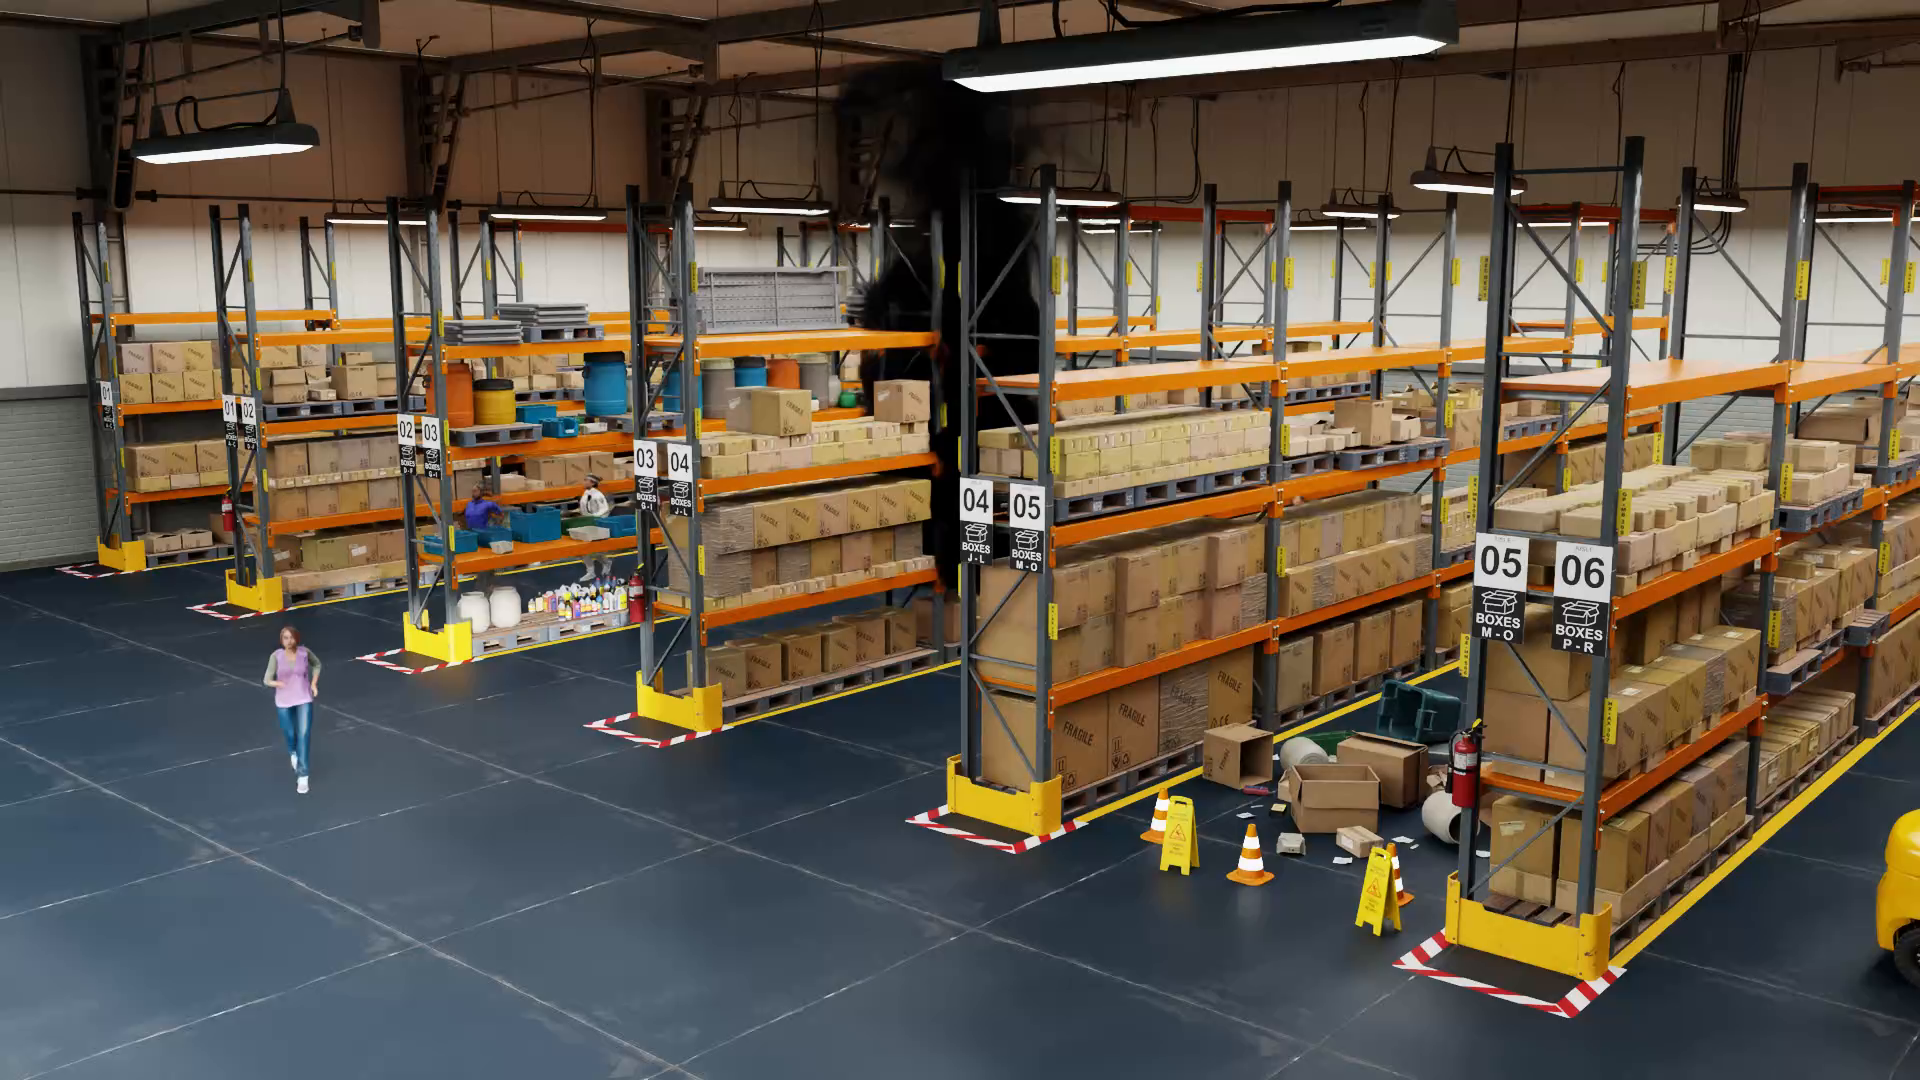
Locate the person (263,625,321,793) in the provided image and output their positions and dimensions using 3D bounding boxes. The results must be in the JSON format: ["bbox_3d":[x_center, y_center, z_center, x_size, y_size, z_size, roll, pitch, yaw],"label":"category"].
[{"bbox_3d":[-6.609,1.630,16.509,0.534,1.592,0.882,-3,10,-20],"label":"person"}]

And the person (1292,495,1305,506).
[{"bbox_3d":[5.039,0.105,24.616,0.574,1.642,0.728,7,12,35],"label":"person"}]

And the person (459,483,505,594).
[{"bbox_3d":[-7.002,0.044,24.284,0.564,1.718,0.719,5,11,28],"label":"person"}]

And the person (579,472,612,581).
[{"bbox_3d":[-5.682,-0.220,25.828,0.585,1.694,0.614,-9,13,-44],"label":"person"}]
